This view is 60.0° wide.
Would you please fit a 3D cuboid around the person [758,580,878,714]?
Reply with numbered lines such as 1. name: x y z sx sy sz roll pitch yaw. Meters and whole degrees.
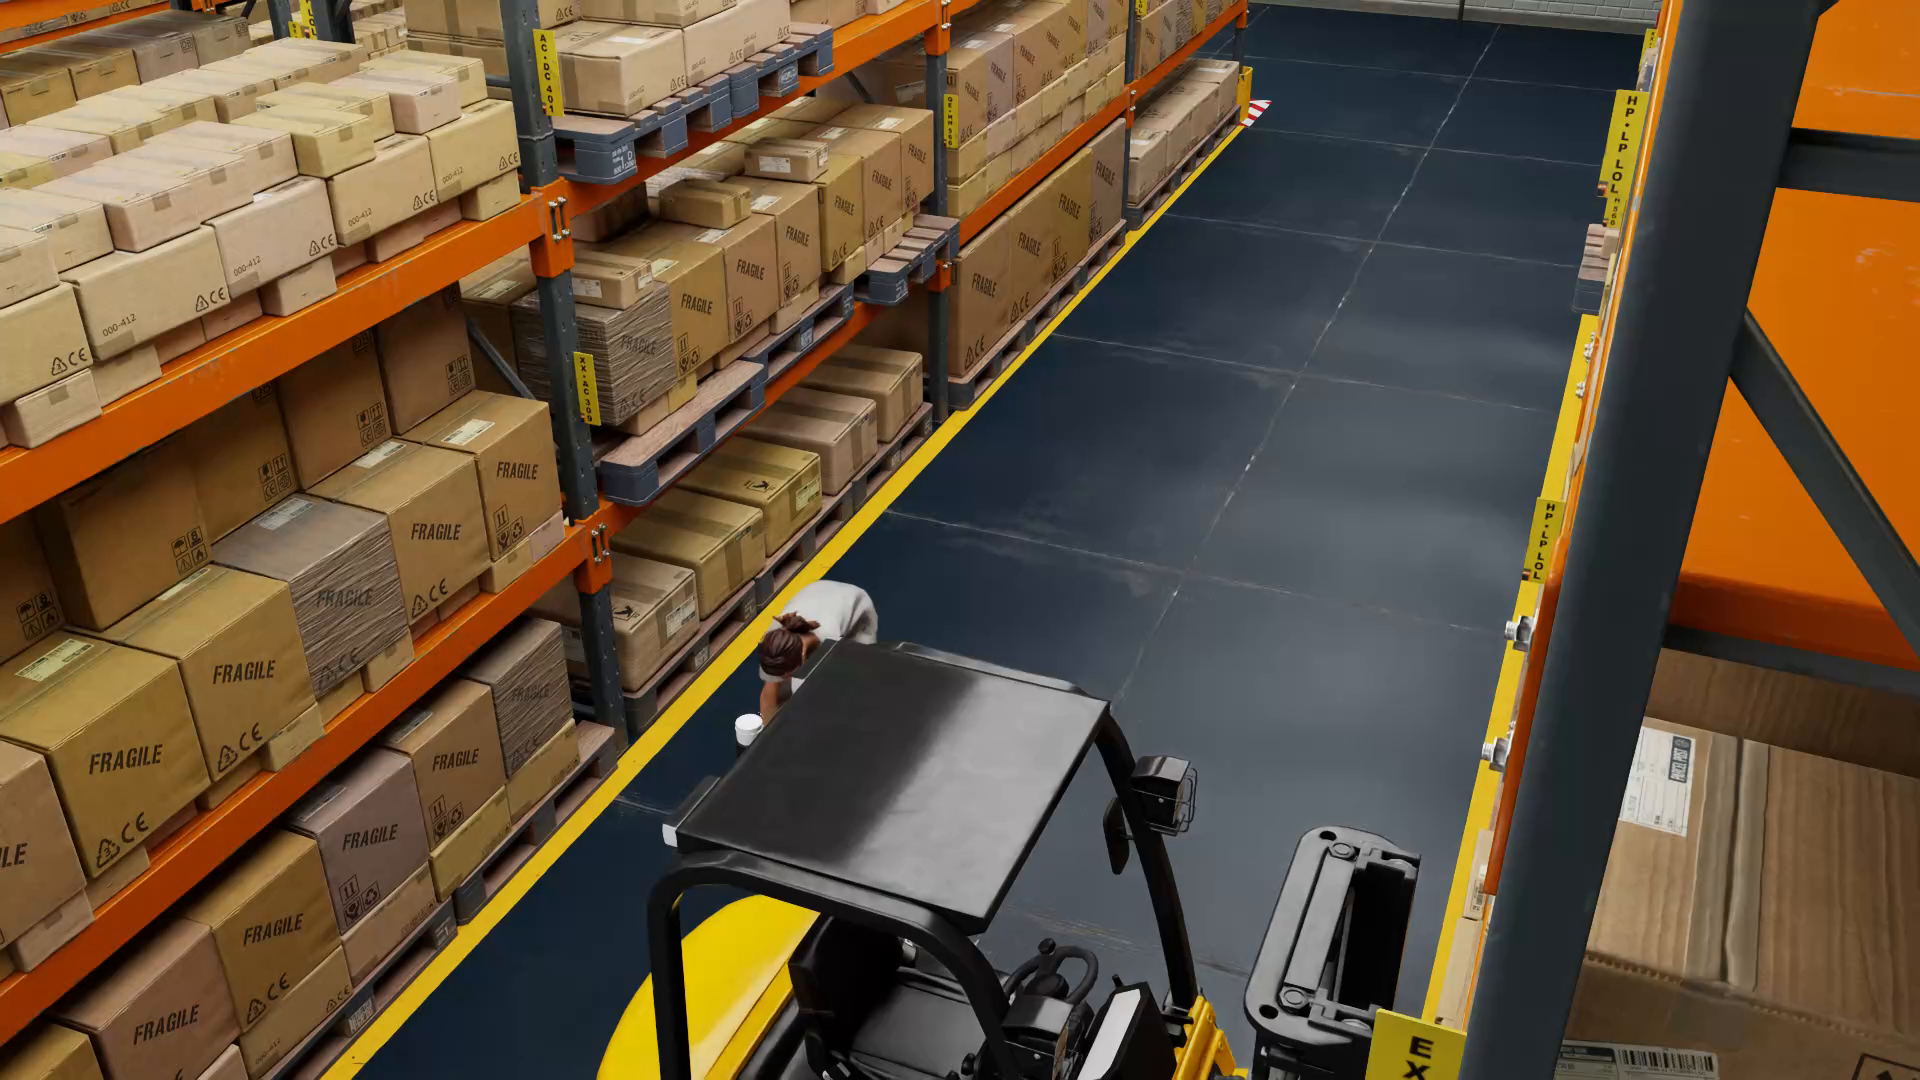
1. person: -0.642 0.702 7.468 0.448 1.113 0.857 10 31 17
